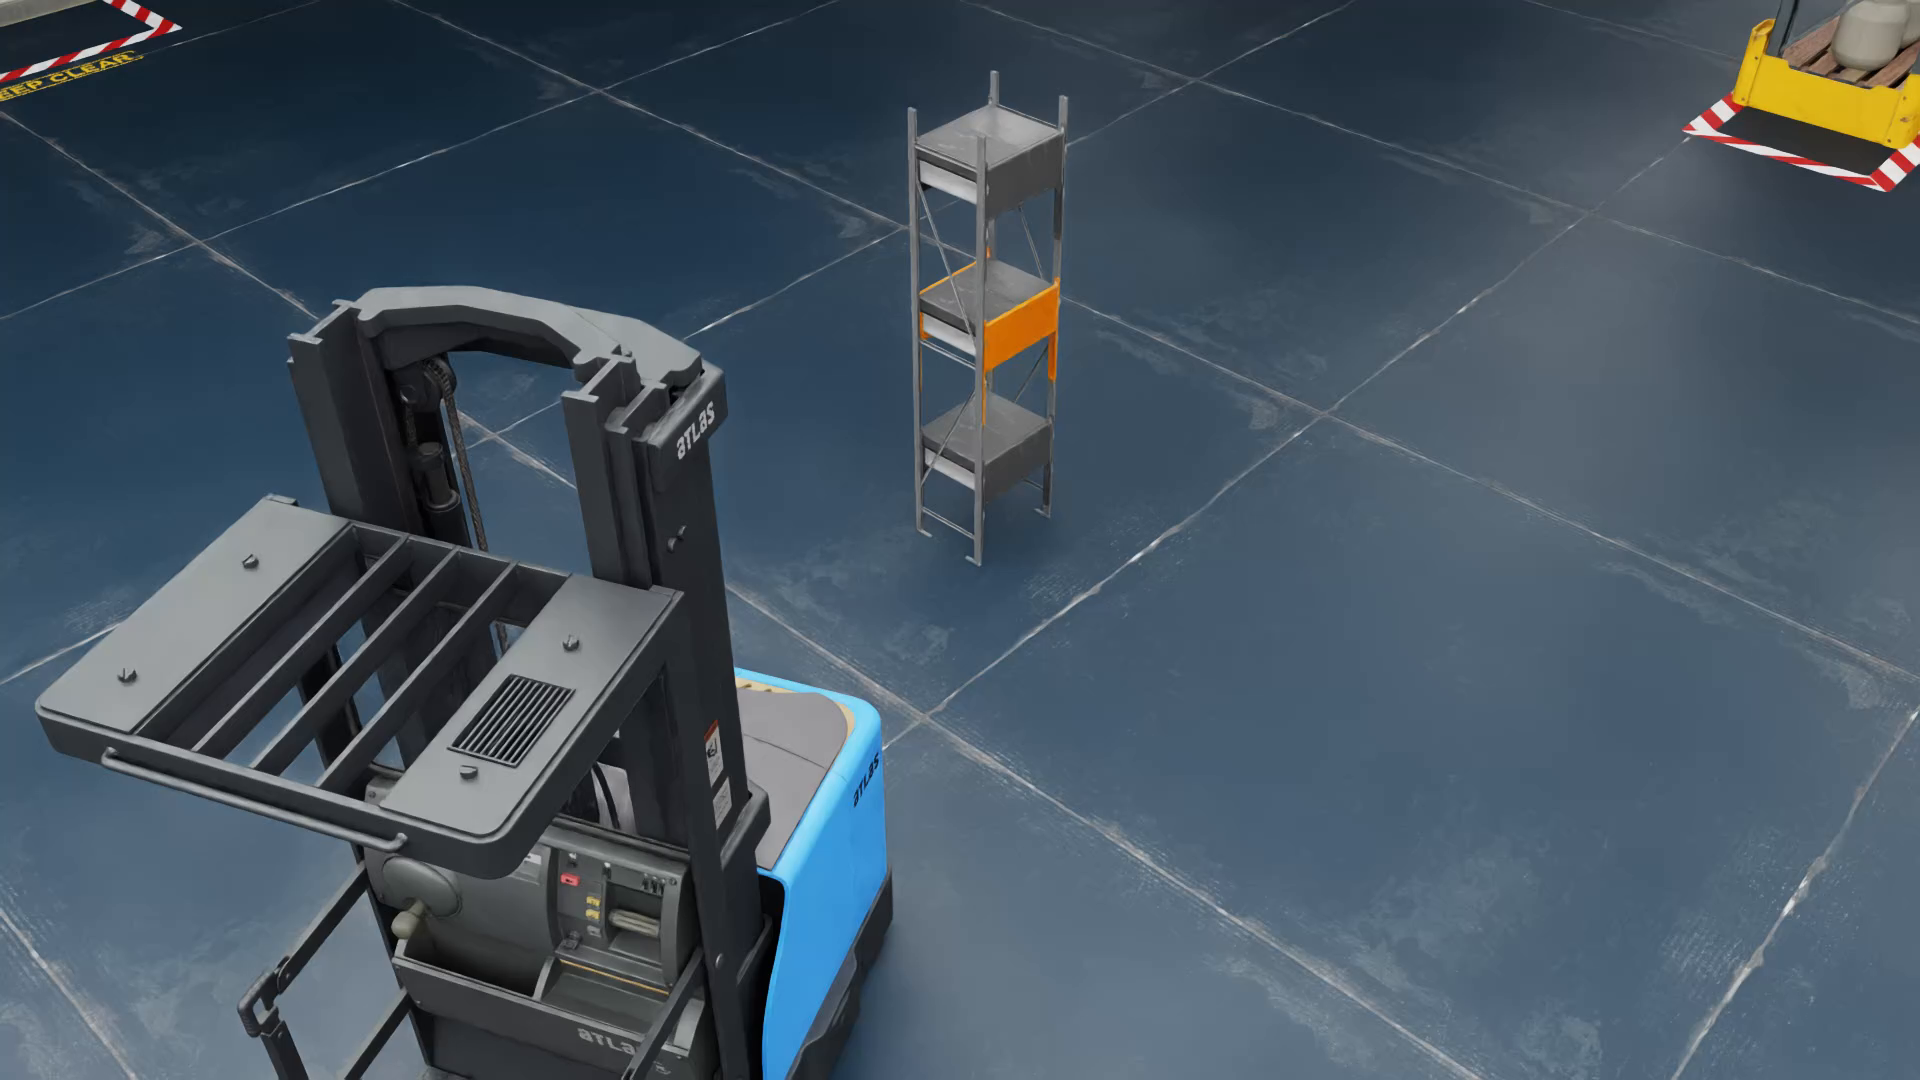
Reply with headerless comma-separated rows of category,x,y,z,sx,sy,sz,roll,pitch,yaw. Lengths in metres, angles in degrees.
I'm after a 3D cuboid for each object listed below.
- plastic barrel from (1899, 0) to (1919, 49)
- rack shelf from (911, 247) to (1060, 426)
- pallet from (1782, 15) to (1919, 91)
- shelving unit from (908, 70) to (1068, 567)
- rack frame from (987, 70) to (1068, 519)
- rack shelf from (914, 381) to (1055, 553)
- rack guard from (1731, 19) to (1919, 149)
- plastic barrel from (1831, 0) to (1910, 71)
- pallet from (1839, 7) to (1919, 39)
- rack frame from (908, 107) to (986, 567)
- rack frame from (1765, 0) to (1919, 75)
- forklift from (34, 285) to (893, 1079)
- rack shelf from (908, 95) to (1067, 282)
plastic barrel,6.615,-3.770,11.742,0.421,0.512,0.421,0,38,0
rack shelf,0.112,-0.887,7.201,0.431,0.518,0.480,30,47,32
pallet,6.458,-3.349,11.791,1.003,0.211,1.213,30,47,32
shelving unit,0.112,-0.898,7.192,0.431,2.100,0.503,30,47,32
rack frame,0.276,-1.010,7.333,0.400,2.100,0.015,30,47,32
rack shelf,0.112,-0.339,7.636,0.431,0.518,0.480,30,47,32
rack guard,5.906,-3.091,11.235,1.175,0.500,0.348,30,47,32
plastic barrel,6.277,-3.539,11.452,0.421,0.512,0.421,0,38,0
pallet,7.281,-3.906,12.493,1.003,0.211,1.213,30,47,32
rack frame,-0.053,-0.786,7.051,0.400,2.100,0.015,30,47,32
rack frame,5.889,-4.014,10.388,1.000,3.000,0.127,30,47,32
forklift,-1.209,0.983,4.158,1.130,2.935,3.031,12,40,15
rack shelf,0.112,-1.435,6.765,0.431,0.518,0.480,30,47,32
